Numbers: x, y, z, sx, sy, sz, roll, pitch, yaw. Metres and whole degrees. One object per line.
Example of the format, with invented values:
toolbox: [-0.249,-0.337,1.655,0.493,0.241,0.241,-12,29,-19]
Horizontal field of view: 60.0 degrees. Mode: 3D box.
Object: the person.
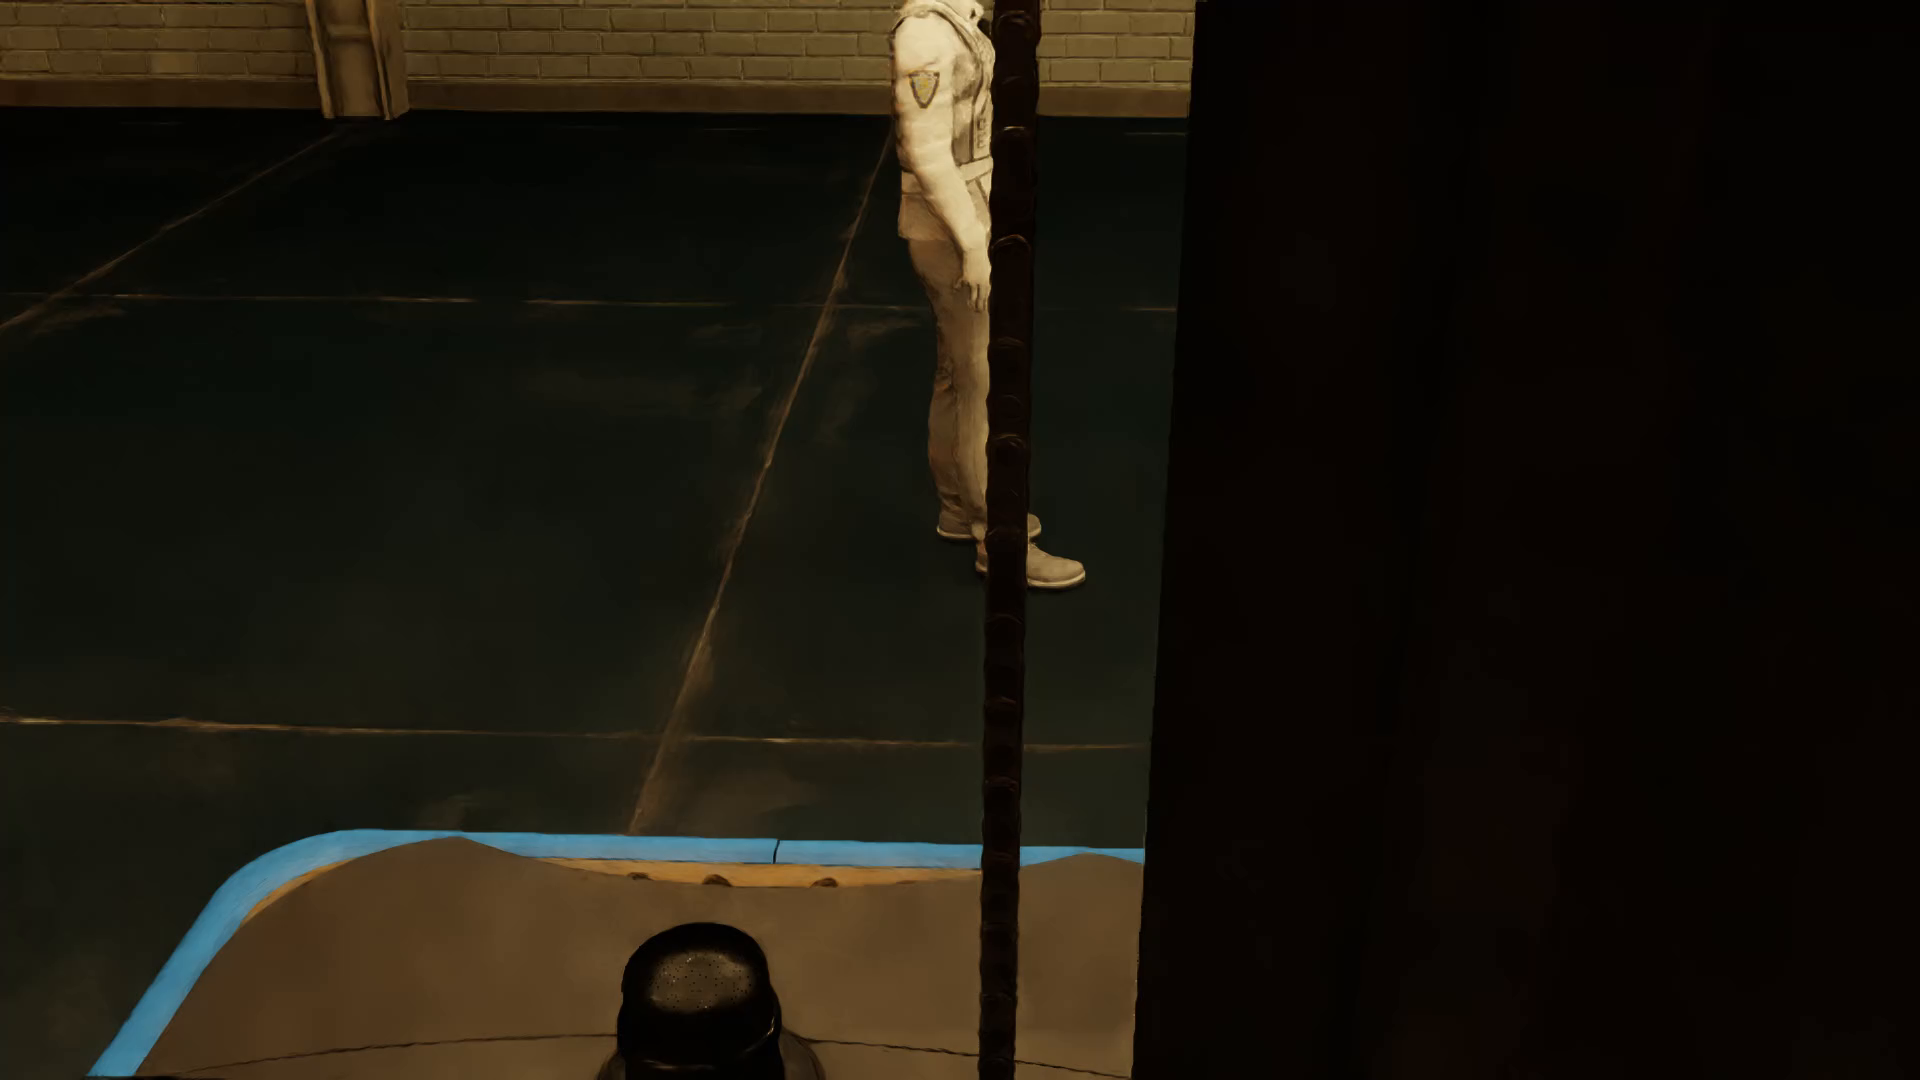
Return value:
person: [0.067,-0.762,4.134,0.532,1.695,0.586,1,26,2]
